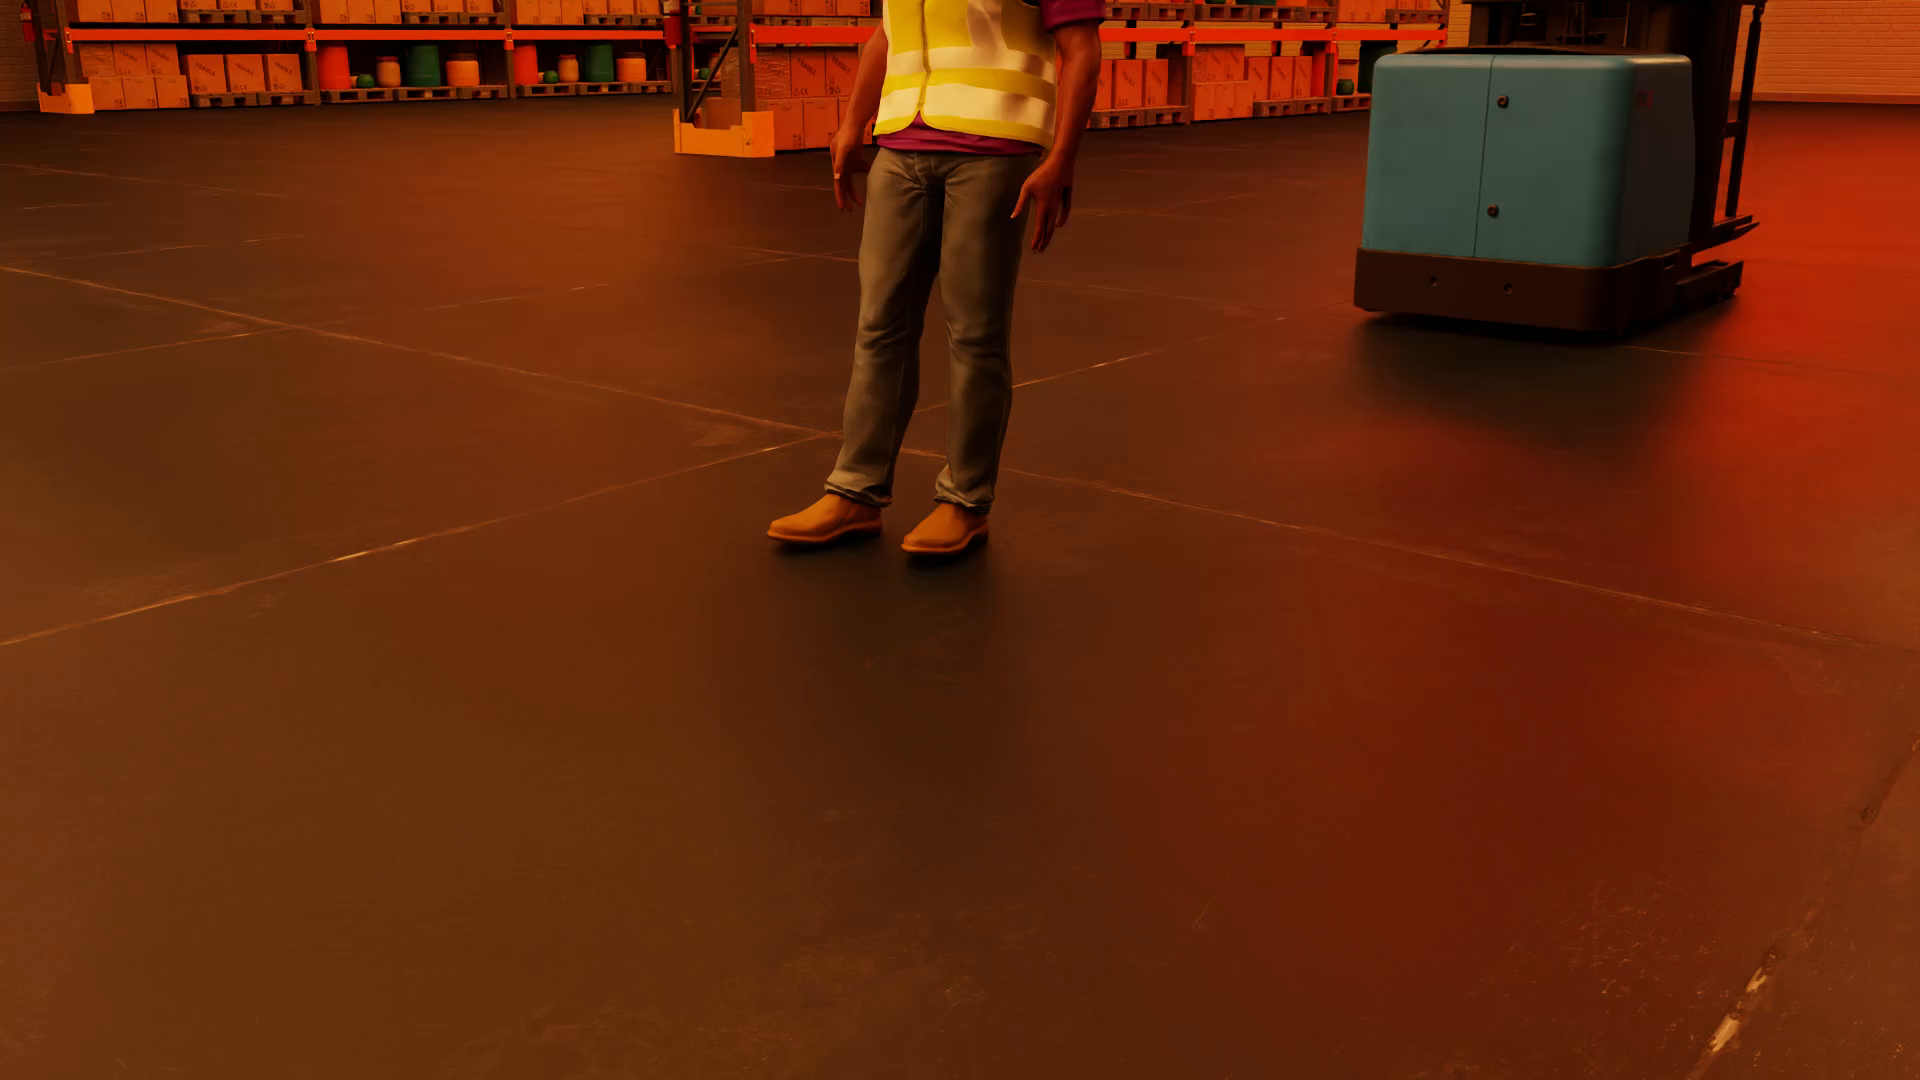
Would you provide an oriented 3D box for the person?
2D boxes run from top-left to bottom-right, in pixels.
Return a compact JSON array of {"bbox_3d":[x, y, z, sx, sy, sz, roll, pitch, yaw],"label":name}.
[{"bbox_3d":[-0.049,-0.838,3.636,0.665,1.765,0.577,13,21,37],"label":"person"}]

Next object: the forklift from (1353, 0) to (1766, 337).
[{"bbox_3d":[2.933,-2.549,7.293,1.130,2.935,3.031,13,21,36],"label":"forklift"}]
